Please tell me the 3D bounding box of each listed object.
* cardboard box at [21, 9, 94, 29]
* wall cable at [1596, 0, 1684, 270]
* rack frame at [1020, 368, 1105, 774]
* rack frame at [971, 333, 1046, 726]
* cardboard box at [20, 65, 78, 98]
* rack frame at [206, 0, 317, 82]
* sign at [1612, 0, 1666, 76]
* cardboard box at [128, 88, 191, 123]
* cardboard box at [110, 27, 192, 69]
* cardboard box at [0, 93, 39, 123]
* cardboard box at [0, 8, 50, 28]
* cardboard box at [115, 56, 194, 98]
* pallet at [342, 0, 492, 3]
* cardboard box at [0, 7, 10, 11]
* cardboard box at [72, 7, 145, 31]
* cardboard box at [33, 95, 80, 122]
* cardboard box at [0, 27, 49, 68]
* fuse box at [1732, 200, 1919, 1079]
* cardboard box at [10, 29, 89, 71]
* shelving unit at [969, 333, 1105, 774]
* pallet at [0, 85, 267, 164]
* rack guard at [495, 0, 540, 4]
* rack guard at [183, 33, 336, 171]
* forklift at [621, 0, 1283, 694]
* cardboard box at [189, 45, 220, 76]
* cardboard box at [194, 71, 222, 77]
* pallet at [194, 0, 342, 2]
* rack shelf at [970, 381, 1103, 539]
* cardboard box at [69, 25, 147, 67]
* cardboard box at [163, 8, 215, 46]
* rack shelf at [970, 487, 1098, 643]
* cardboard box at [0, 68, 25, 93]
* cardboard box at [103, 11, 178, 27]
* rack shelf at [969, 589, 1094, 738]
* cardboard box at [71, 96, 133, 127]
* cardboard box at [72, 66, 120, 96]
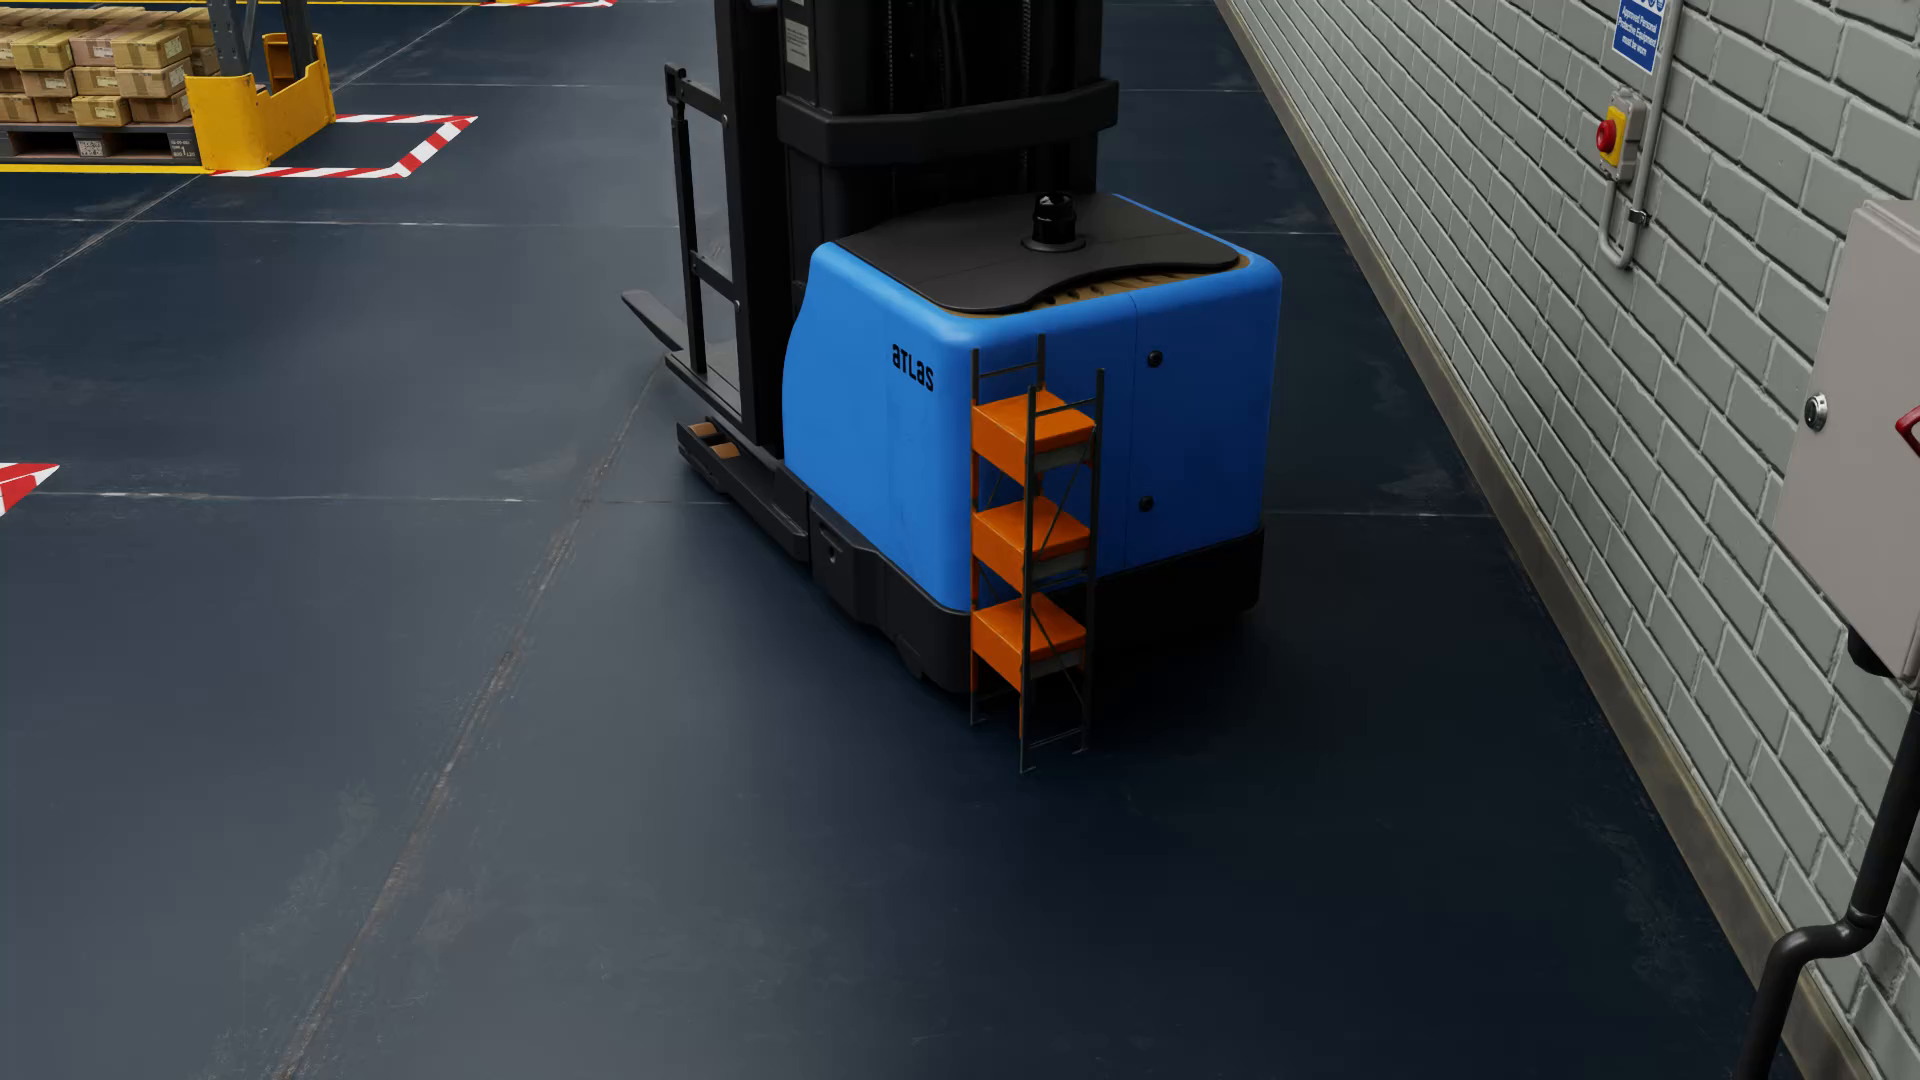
[{"bbox_3d":[-5.160,-2.940,9.553,0.250,0.149,0.380,0,28,-1],"label":"cardboard box"},{"bbox_3d":[1.692,-1.667,4.074,0.123,1.953,0.585,1,28,2],"label":"wall cable"},{"bbox_3d":[0.238,0.099,3.940,0.200,1.050,0.008,-16,33,-26],"label":"rack frame"},{"bbox_3d":[0.115,-0.002,4.124,0.200,1.050,0.008,-16,33,-26],"label":"rack frame"},{"bbox_3d":[-4.927,-2.546,9.127,0.250,0.149,0.380,0,28,0],"label":"cardboard box"},{"bbox_3d":[-3.870,-3.605,8.849,0.127,3.000,1.000,1,28,2],"label":"rack frame"},{"bbox_3d":[1.755,-1.345,4.297,0.001,0.218,0.327,1,28,2],"label":"sign"},{"bbox_3d":[-4.404,-2.442,9.250,0.250,0.149,0.380,1,28,3],"label":"cardboard box"},{"bbox_3d":[-4.408,-2.684,9.071,0.250,0.149,0.380,1,28,2],"label":"cardboard box"},{"bbox_3d":[-5.173,-2.442,9.249,0.250,0.149,0.380,1,28,2],"label":"cardboard box"},{"bbox_3d":[-5.437,-2.949,9.570,0.250,0.149,0.380,2,28,4],"label":"cardboard box"},{"bbox_3d":[-4.408,-2.538,9.113,0.250,0.149,0.380,0,28,0],"label":"cardboard box"},{"bbox_3d":[-4.396,-4.670,13.834,1.213,0.211,1.003,1,28,2],"label":"pallet"},{"bbox_3d":[-5.698,-2.974,9.619,0.250,0.149,0.380,1,28,3],"label":"cardboard box"},{"bbox_3d":[-4.909,-2.974,9.618,0.250,0.149,0.380,1,28,2],"label":"cardboard box"},{"bbox_3d":[-4.925,-2.444,9.253,0.250,0.149,0.380,1,28,2],"label":"cardboard box"},{"bbox_3d":[-5.177,-2.694,9.090,0.250,0.149,0.380,0,28,0],"label":"cardboard box"},{"bbox_3d":[1.472,0.346,2.771,0.414,1.711,0.539,1,28,2],"label":"fuse box"},{"bbox_3d":[-4.921,-2.660,9.026,0.250,0.149,0.380,0,28,1],"label":"cardboard box"},{"bbox_3d":[0.176,0.048,4.032,0.215,1.050,0.252,-16,33,-26],"label":"shelving unit"},{"bbox_3d":[-4.757,-2.405,9.561,1.213,0.211,1.003,1,28,2],"label":"pallet"},{"bbox_3d":[-3.570,-4.821,13.810,0.348,0.500,1.175,1,28,2],"label":"rack guard"},{"bbox_3d":[-3.946,-2.502,9.437,0.348,0.500,1.175,1,28,2],"label":"rack guard"},{"bbox_3d":[-0.309,-1.548,5.041,1.130,2.935,3.031,-15,31,-26],"label":"forklift"},{"bbox_3d":[-4.385,-2.792,9.591,0.250,0.149,0.380,2,28,4],"label":"cardboard box"},{"bbox_3d":[-4.383,-2.690,9.717,0.250,0.149,0.380,2,28,3],"label":"cardboard box"},{"bbox_3d":[-5.612,-4.691,13.875,1.213,0.211,1.003,1,28,2],"label":"pallet"},{"bbox_3d":[0.176,-0.191,3.900,0.215,0.259,0.240,-16,33,-26],"label":"rack shelf"},{"bbox_3d":[-4.658,-2.715,9.130,0.250,0.149,0.380,1,28,3],"label":"cardboard box"},{"bbox_3d":[-4.382,-2.962,9.595,0.250,0.149,0.380,0,28,-1],"label":"cardboard box"},{"bbox_3d":[0.176,0.058,4.037,0.215,0.259,0.240,-16,33,-26],"label":"rack shelf"},{"bbox_3d":[-5.192,-2.598,9.227,0.250,0.149,0.380,1,28,1],"label":"cardboard box"},{"bbox_3d":[-4.662,-2.910,9.497,0.250,0.149,0.380,1,28,3],"label":"cardboard box"},{"bbox_3d":[0.177,0.301,4.171,0.215,0.259,0.240,-16,33,-26],"label":"rack shelf"},{"bbox_3d":[-4.664,-2.399,9.169,0.250,0.149,0.380,2,28,3],"label":"cardboard box"},{"bbox_3d":[-4.667,-2.567,9.169,0.250,0.149,0.380,0,28,1],"label":"cardboard box"}]
